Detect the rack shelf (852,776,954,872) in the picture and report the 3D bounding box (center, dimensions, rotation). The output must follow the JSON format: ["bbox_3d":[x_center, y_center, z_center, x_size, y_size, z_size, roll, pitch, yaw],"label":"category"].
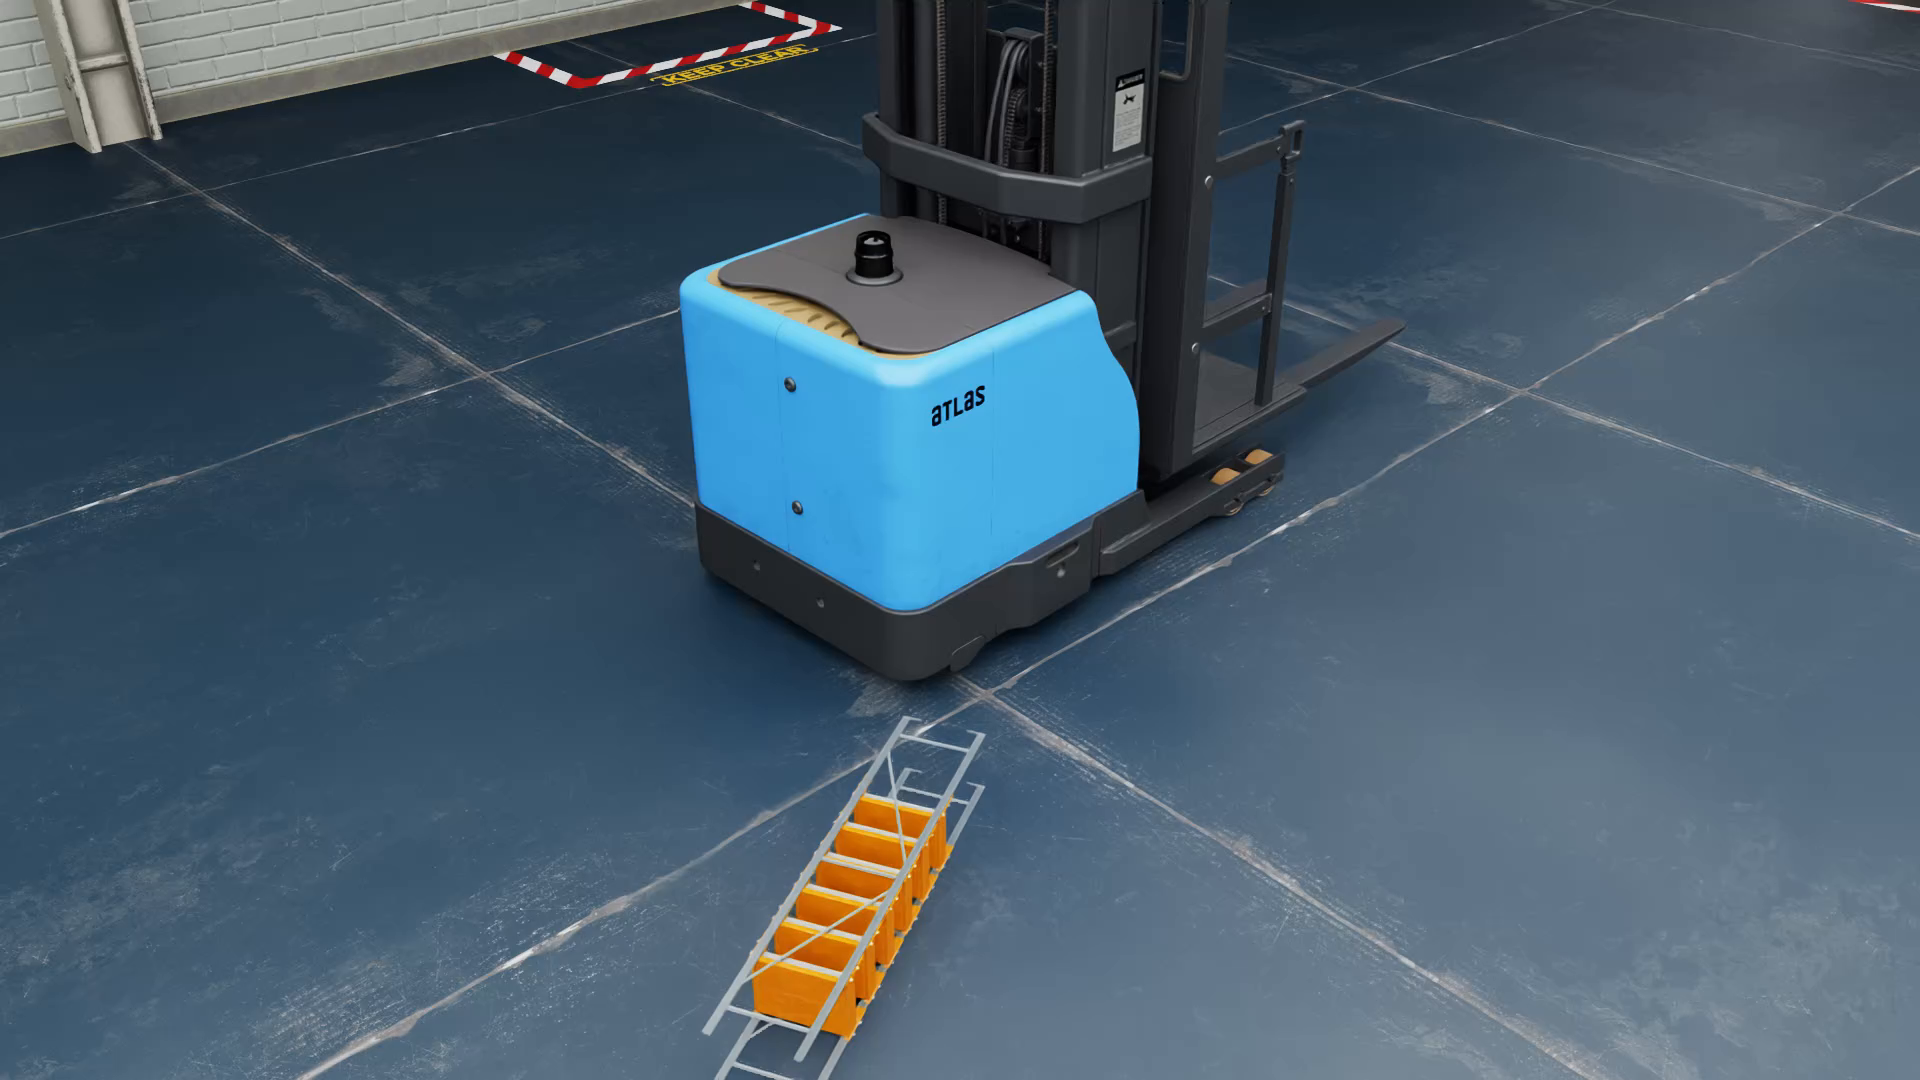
[{"bbox_3d":[-0.150,0.741,4.353,0.258,0.180,0.103,11,33,17],"label":"rack shelf"}]

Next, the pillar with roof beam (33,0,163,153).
[{"bbox_3d":[-1.876,-4.479,4.449,0.400,9.000,9.100,-26,40,-35],"label":"pillar with roof beam"}]

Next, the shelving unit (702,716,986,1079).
[{"bbox_3d":[-0.247,0.880,4.125,0.258,0.189,1.200,11,33,17],"label":"shelving unit"}]

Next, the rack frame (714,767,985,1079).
[{"bbox_3d":[-0.247,0.958,4.172,0.240,0.006,1.200,11,33,17],"label":"rack frame"}]

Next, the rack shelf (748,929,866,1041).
[{"bbox_3d":[-0.354,1.035,3.872,0.258,0.180,0.103,11,33,17],"label":"rack shelf"}]

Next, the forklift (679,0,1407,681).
[{"bbox_3d":[0.527,-1.504,5.400,1.130,2.935,3.031,27,41,37],"label":"forklift"}]

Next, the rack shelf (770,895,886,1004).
[{"bbox_3d":[-0.313,0.976,3.968,0.258,0.180,0.103,11,33,17],"label":"rack shelf"}]

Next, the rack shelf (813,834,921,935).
[{"bbox_3d":[-0.232,0.859,4.160,0.258,0.180,0.103,11,33,17],"label":"rack shelf"}]

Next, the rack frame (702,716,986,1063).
[{"bbox_3d":[-0.247,0.802,4.077,0.240,0.006,1.200,11,33,17],"label":"rack frame"}]

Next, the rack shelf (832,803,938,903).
[{"bbox_3d":[-0.191,0.800,4.257,0.258,0.180,0.103,11,33,17],"label":"rack shelf"}]

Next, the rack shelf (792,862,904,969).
[{"bbox_3d":[-0.272,0.917,4.064,0.258,0.180,0.103,11,33,17],"label":"rack shelf"}]
